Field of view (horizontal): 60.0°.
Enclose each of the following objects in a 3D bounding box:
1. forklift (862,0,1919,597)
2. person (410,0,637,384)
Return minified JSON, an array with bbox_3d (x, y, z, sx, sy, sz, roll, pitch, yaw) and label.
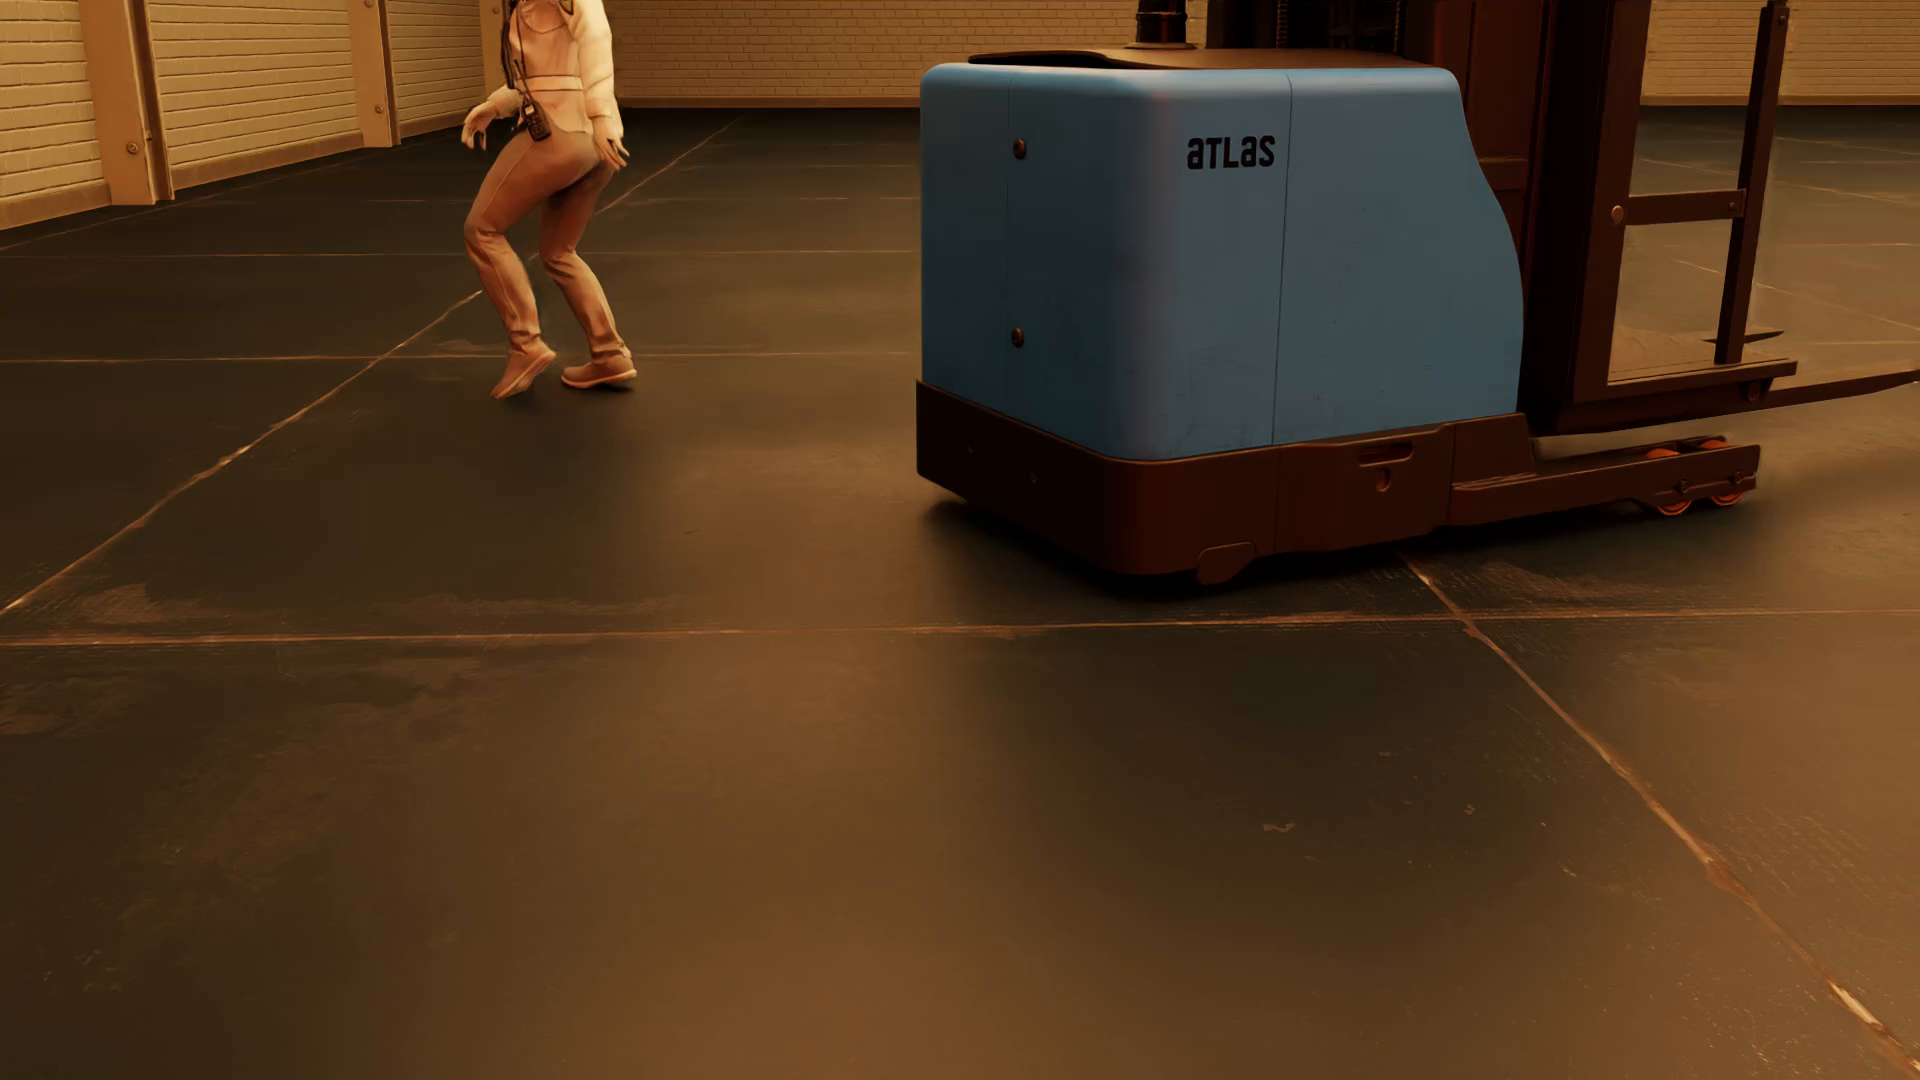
[{"bbox_3d":[1.306,-1.568,4.034,3.031,2.935,1.130,-9,19,-26],"label":"forklift"},{"bbox_3d":[-1.452,-1.283,5.483,0.884,1.602,0.506,9,19,26],"label":"person"}]
